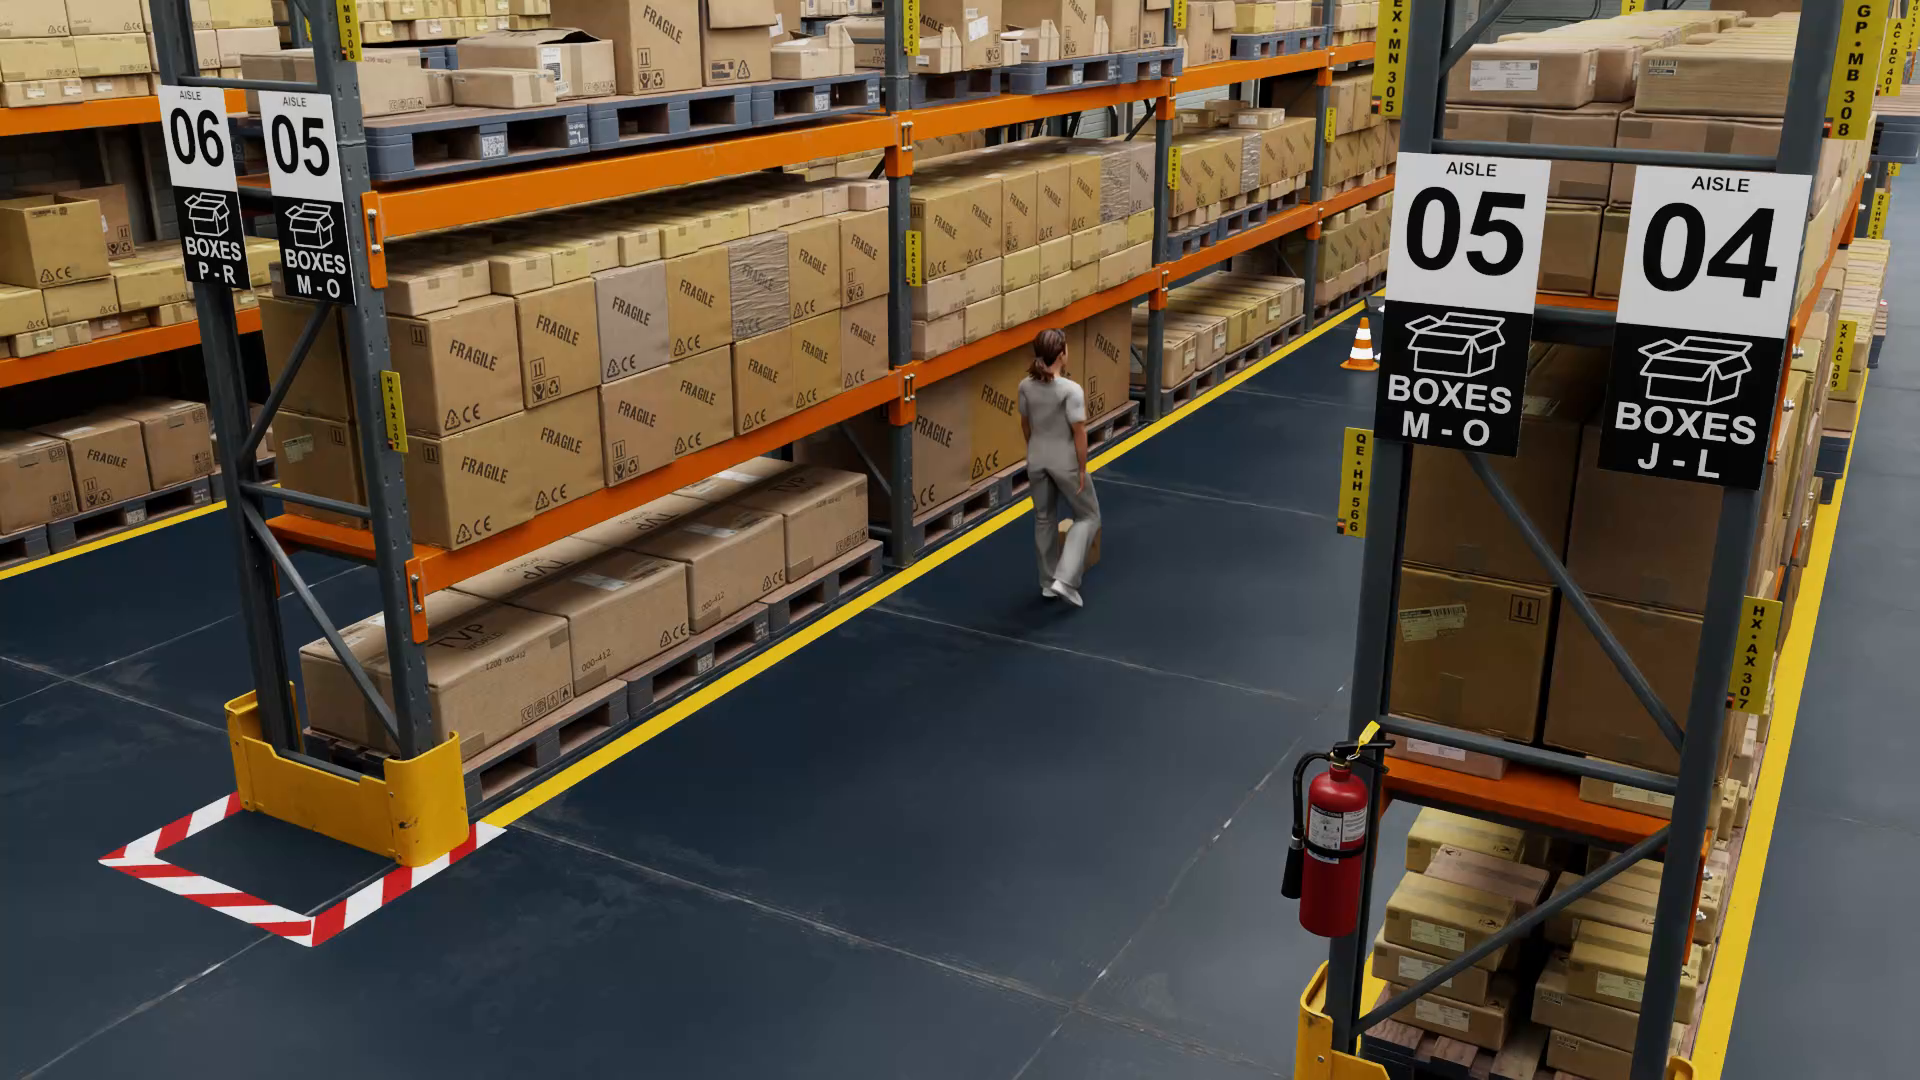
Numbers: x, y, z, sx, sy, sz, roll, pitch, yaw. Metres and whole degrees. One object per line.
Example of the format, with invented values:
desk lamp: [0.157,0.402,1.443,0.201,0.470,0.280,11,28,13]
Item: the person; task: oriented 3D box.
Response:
person: [0.579,-0.431,9.757,0.464,1.677,0.541,11,22,29]
